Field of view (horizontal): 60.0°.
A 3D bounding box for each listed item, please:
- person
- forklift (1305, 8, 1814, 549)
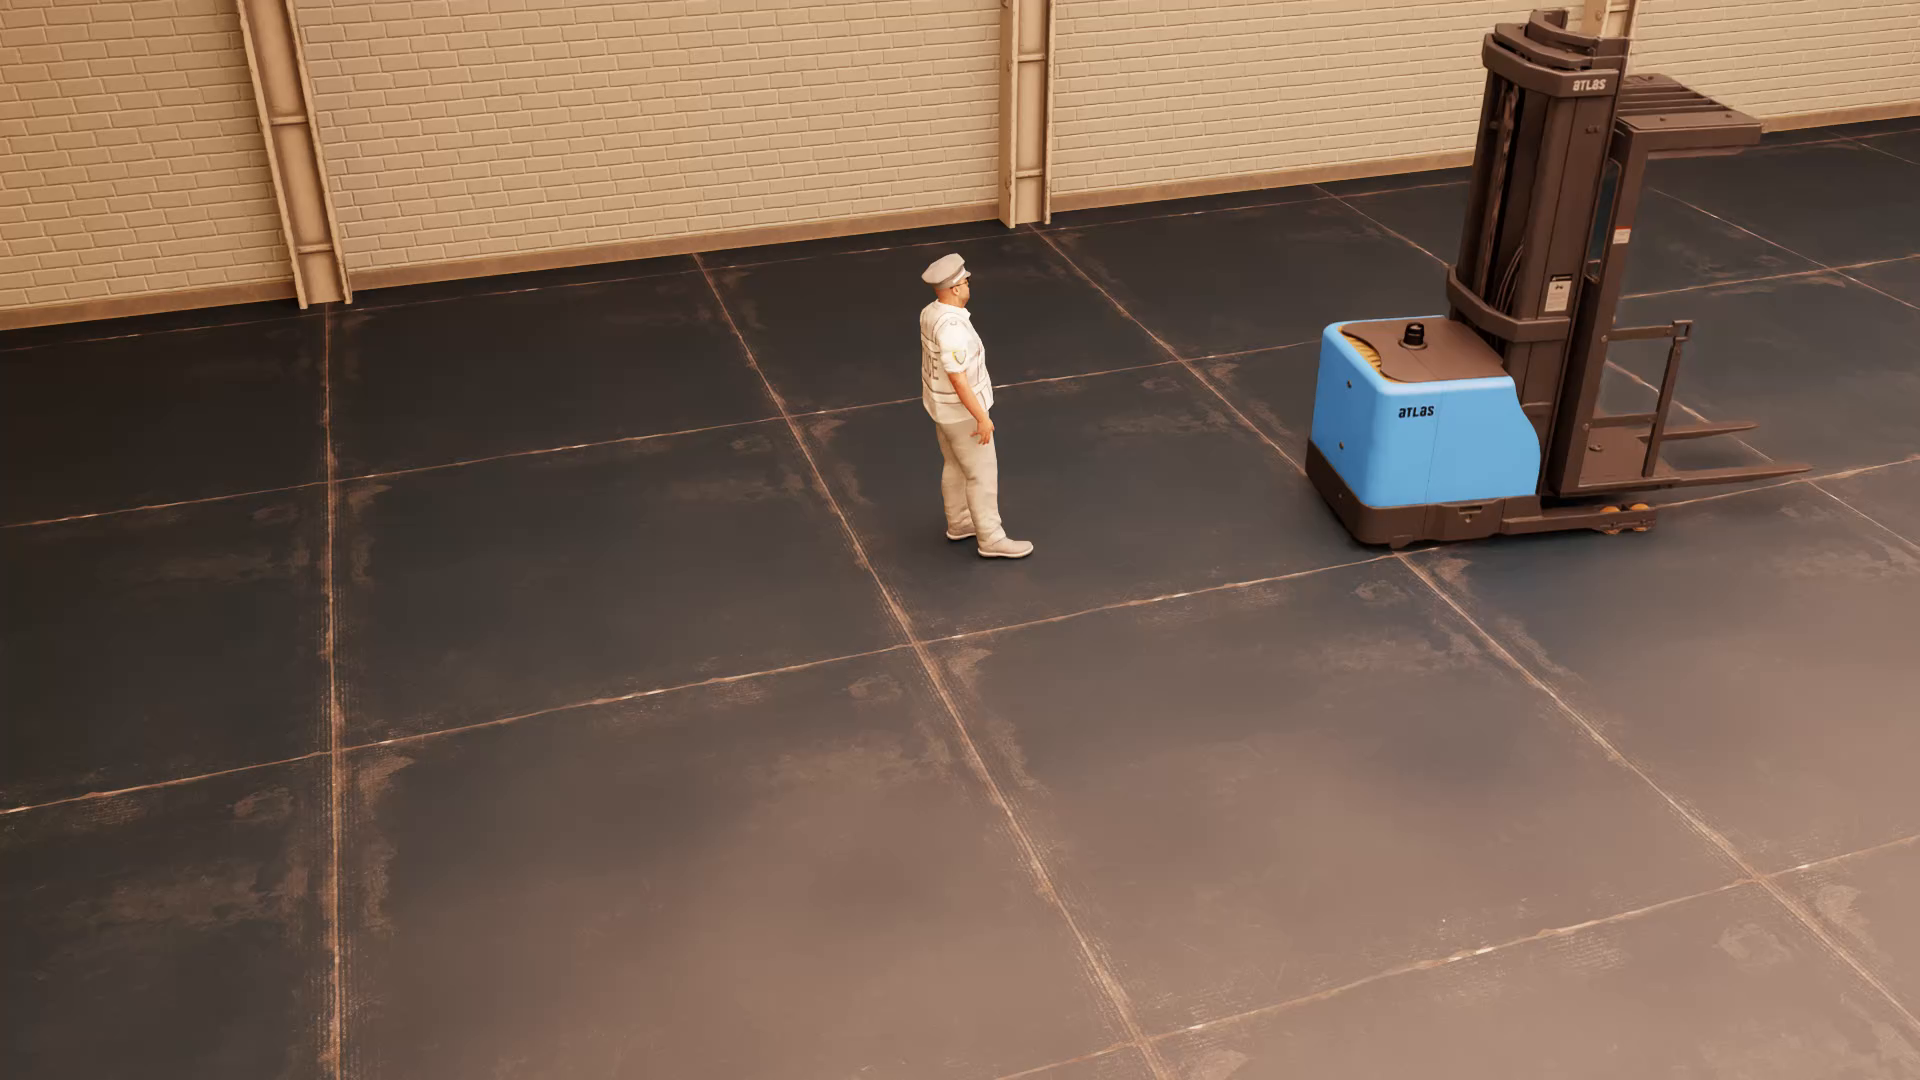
[{"bbox_3d":[0.078,-0.786,9.590,0.574,1.780,0.641,-10,31,-16],"label":"person"},{"bbox_3d":[3.773,-1.561,9.799,3.031,2.935,1.130,-5,30,-8],"label":"forklift"}]
